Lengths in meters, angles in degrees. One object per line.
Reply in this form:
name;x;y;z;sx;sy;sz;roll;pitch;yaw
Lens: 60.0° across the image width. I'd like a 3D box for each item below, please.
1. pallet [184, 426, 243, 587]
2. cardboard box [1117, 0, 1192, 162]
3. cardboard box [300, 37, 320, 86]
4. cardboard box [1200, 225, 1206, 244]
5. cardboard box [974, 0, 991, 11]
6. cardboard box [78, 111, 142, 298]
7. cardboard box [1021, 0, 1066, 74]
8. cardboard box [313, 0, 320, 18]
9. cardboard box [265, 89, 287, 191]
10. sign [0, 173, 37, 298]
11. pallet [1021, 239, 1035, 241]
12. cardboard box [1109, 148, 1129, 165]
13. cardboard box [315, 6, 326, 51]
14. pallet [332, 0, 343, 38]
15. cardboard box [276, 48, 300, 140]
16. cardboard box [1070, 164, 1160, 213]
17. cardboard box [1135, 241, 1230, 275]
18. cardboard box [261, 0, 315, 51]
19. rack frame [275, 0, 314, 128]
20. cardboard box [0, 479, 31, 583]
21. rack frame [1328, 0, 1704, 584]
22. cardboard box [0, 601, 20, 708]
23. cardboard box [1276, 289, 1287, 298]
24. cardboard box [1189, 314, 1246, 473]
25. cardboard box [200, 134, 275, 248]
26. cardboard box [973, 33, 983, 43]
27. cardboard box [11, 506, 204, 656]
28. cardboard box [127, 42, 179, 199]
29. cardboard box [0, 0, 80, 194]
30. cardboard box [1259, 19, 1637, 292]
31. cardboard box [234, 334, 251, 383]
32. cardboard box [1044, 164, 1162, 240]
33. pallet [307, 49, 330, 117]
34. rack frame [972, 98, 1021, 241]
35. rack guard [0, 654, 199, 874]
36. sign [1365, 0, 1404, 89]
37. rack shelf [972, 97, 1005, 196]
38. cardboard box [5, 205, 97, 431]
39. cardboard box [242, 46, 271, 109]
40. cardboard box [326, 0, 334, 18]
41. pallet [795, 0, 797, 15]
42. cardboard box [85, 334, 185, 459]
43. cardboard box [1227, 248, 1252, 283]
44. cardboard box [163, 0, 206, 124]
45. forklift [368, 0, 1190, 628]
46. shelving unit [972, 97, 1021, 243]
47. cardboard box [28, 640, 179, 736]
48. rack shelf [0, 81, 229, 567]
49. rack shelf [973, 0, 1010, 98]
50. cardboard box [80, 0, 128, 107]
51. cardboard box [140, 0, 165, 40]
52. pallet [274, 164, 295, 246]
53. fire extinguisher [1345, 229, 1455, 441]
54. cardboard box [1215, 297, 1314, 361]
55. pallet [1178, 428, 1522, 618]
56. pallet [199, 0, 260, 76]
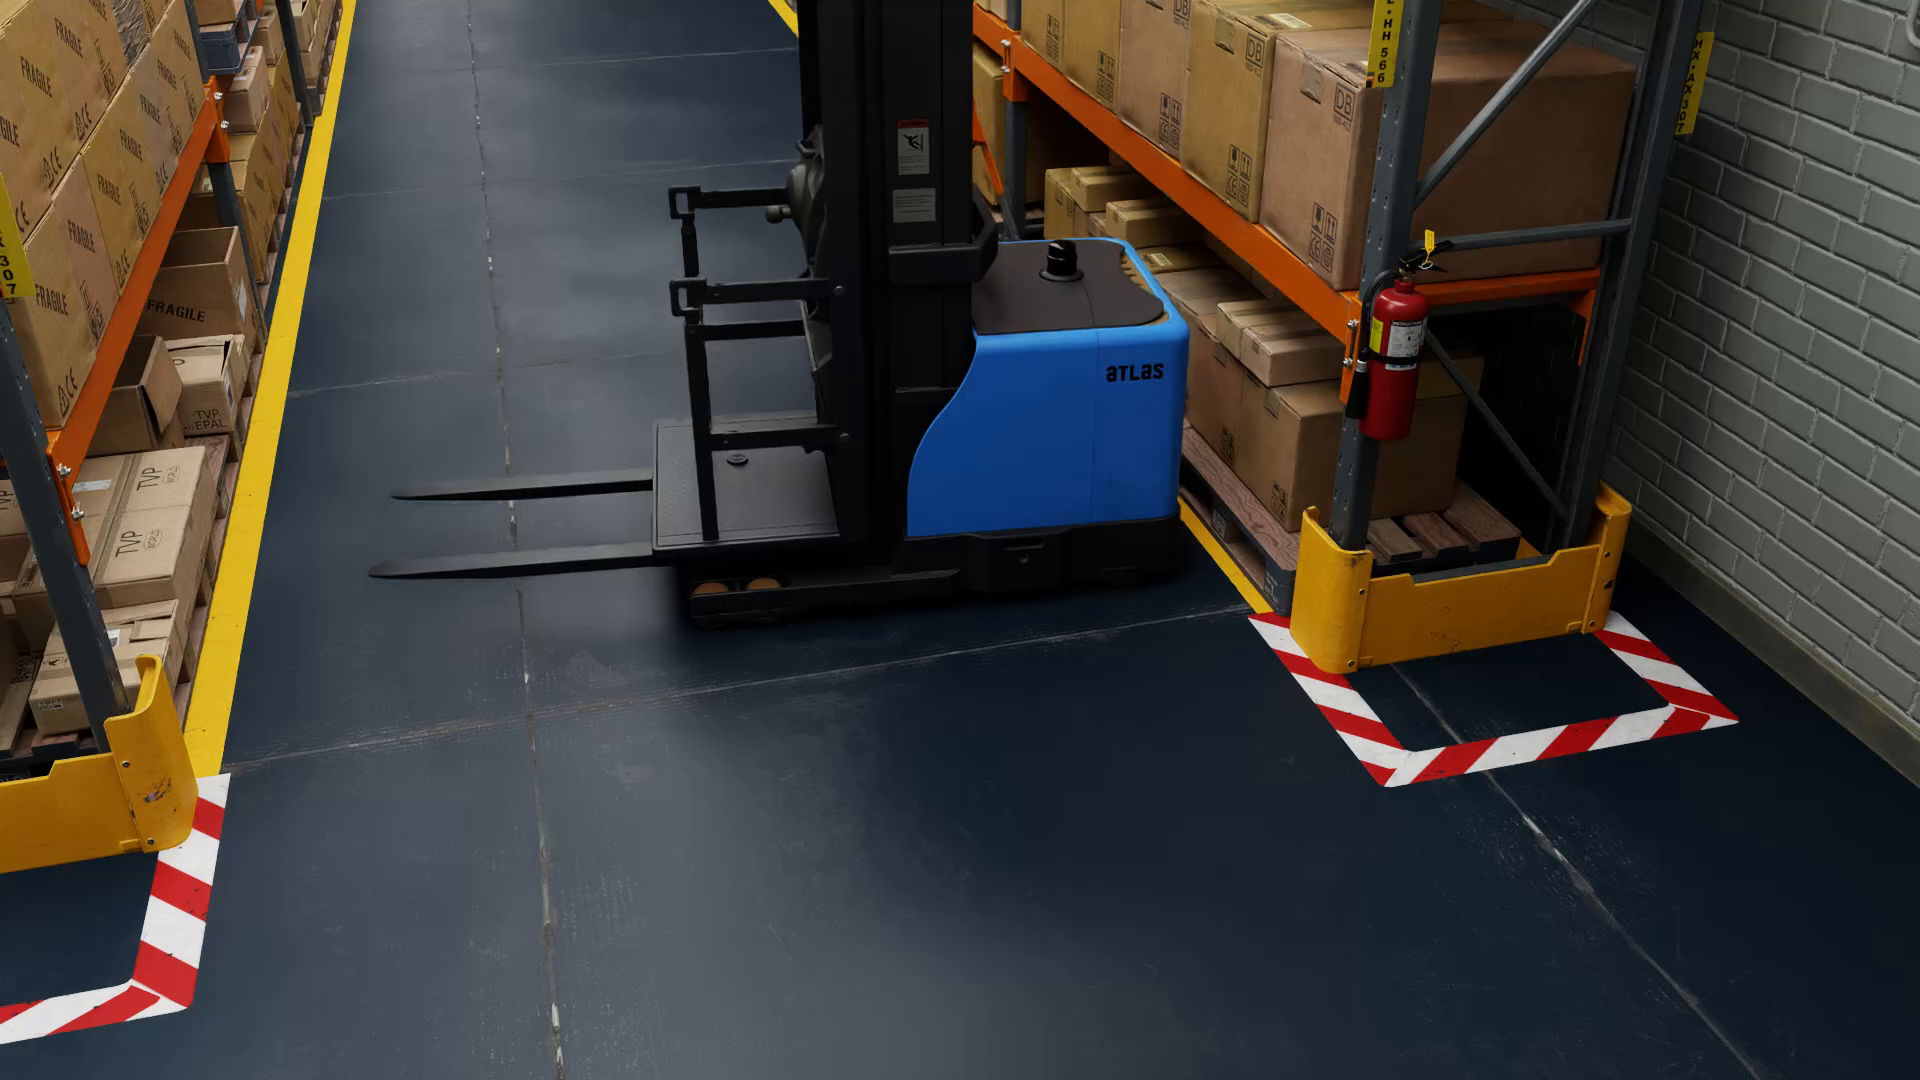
pallet;-3.520;-0.127;6.758;1.003;0.211;1.213;-8;31;-13
cardboard box;1.266;-2.078;7.047;0.980;0.700;0.700;-9;31;-16
cardboard box;-4.946;-3.471;12.079;0.500;0.250;0.500;-8;31;-13
cardboard box;1.277;-1.515;7.801;0.380;0.149;0.250;-8;31;-13
cardboard box;0.294;-3.060;9.274;0.380;0.149;0.250;-7;31;-12
cardboard box;-3.103;-1.108;5.570;0.500;0.500;0.500;-8;31;-13
cardboard box;0.875;-2.782;8.262;0.980;0.700;0.700;-7;31;-13
cardboard box;-5.227;-4.213;12.801;0.500;0.311;0.500;-9;31;-15
cardboard box;-4.333;-2.373;9.912;0.500;0.500;0.500;-9;31;-15
sign;-2.444;-0.771;4.223;0.100;0.325;0.005;-8;31;-13
pallet;0.873;-1.332;8.840;1.003;0.211;1.213;-8;31;-13
cardboard box;0.999;-2.018;8.671;0.380;0.149;0.250;-8;31;-14
cardboard box;-5.224;-3.964;12.930;0.500;0.250;0.500;-9;31;-15
pallet;-5.919;-4.562;14.421;1.003;0.211;1.213;-8;31;-13
cardboard box;-4.616;-2.876;10.780;0.500;0.500;0.500;-7;31;-11
cardboard box;0.761;-1.732;8.177;0.380;0.149;0.250;-7;31;-12
cardboard box;1.110;-1.150;7.818;0.700;0.500;0.500;-7;31;-12
cardboard box;-4.946;-3.714;11.938;0.500;0.311;0.500;-7;31;-12
rack frame;-5.090;-4.188;10.990;1.000;3.000;0.127;-8;31;-13
cardboard box;-3.572;-0.017;6.090;0.500;0.250;0.500;-8;31;-13
rack frame;1.808;-0.984;5.456;1.000;3.000;0.127;-8;31;-13
cardboard box;-3.349;0.338;5.228;0.500;0.500;0.500;-8;31;-13
cardboard box;1.551;-1.021;6.949;0.380;0.149;0.250;-8;31;-13
cardboard box;1.393;-0.651;6.956;0.700;0.500;0.500;-8;31;-13
cardboard box;-4.074;-1.886;9.071;0.500;0.500;0.500;-7;31;-13
cardboard box;0.210;-2.893;10.481;0.750;0.750;0.750;-7;31;-12
cardboard box;-2.971;0.134;5.830;0.500;0.250;0.500;-8;31;-13
cardboard box;-3.372;-1.595;6.412;0.500;0.500;0.500;-7;31;-12
cardboard box;-2.977;-1.301;4.905;0.500;0.500;0.500;-8;31;-13
cardboard box;1.663;-1.359;5.804;0.980;0.700;0.700;-6;31;-11
cardboard box;-3.447;-0.802;7.547;0.380;0.149;0.250;-8;31;-13
cardboard box;0.846;-1.641;8.667;0.700;0.500;0.500;-7;31;-13
pallet;-5.271;-3.384;12.385;1.003;0.211;1.213;-8;31;-13
rack frame;-0.034;-1.842;7.979;0.400;2.100;0.015;-19;-1;33
rack guard;-2.987;0.721;5.005;1.175;0.500;0.348;-8;31;-13
sign;1.281;-1.522;4.994;0.100;0.325;0.005;-8;31;-13
rack shelf;-0.156;-1.789;7.774;0.431;0.518;0.480;-19;-1;33
cardboard box;-2.831;-0.616;4.721;0.500;0.500;0.500;-7;31;-12
cardboard box;-4.321;-2.680;9.693;0.500;0.250;0.500;-8;31;-14
cardboard box;-5.494;-4.458;13.783;0.500;0.250;0.500;-7;31;-12
pallet;-0.842;-4.607;14.499;1.003;0.211;1.213;-8;31;-13
cardboard box;-3.525;-0.459;6.601;0.797;0.503;0.637;-8;31;-13
cardboard box;1.414;-1.268;7.375;0.380;0.149;0.250;-8;31;-13
cardboard box;-3.649;-2.092;7.270;0.500;0.500;0.500;-7;31;-12
forklift;-0.719;-1.227;5.944;3.031;2.935;1.130;-4;30;-8
shelving unit;-0.160;-1.802;7.774;0.431;2.100;0.503;-19;-1;33
cardboard box;-2.747;0.472;5.347;0.380;0.149;0.250;-8;31;-13
rack shelf;-3.498;-0.978;6.164;1.077;0.370;4.000;-8;31;-13
rack shelf;0.215;-3.571;10.643;1.077;0.370;4.000;-8;31;-13
cardboard box;-3.240;-1.788;5.747;0.500;0.500;0.500;-8;31;-14
cardboard box;-3.506;-2.275;6.588;0.500;0.500;0.500;-8;31;-14
pallet;-4.608;-2.027;10.041;1.003;0.211;1.213;-8;31;-13
fire extinguisher;1.403;-0.655;5.337;0.296;0.674;0.183;-8;31;-13
cardboard box;1.247;-0.851;6.654;0.380;0.149;0.250;-7;31;-12
pallet;1.520;-0.153;6.804;1.003;0.211;1.213;-8;31;-13
pallet;-4.136;-2.573;8.393;1.003;0.211;1.213;-8;31;-13
